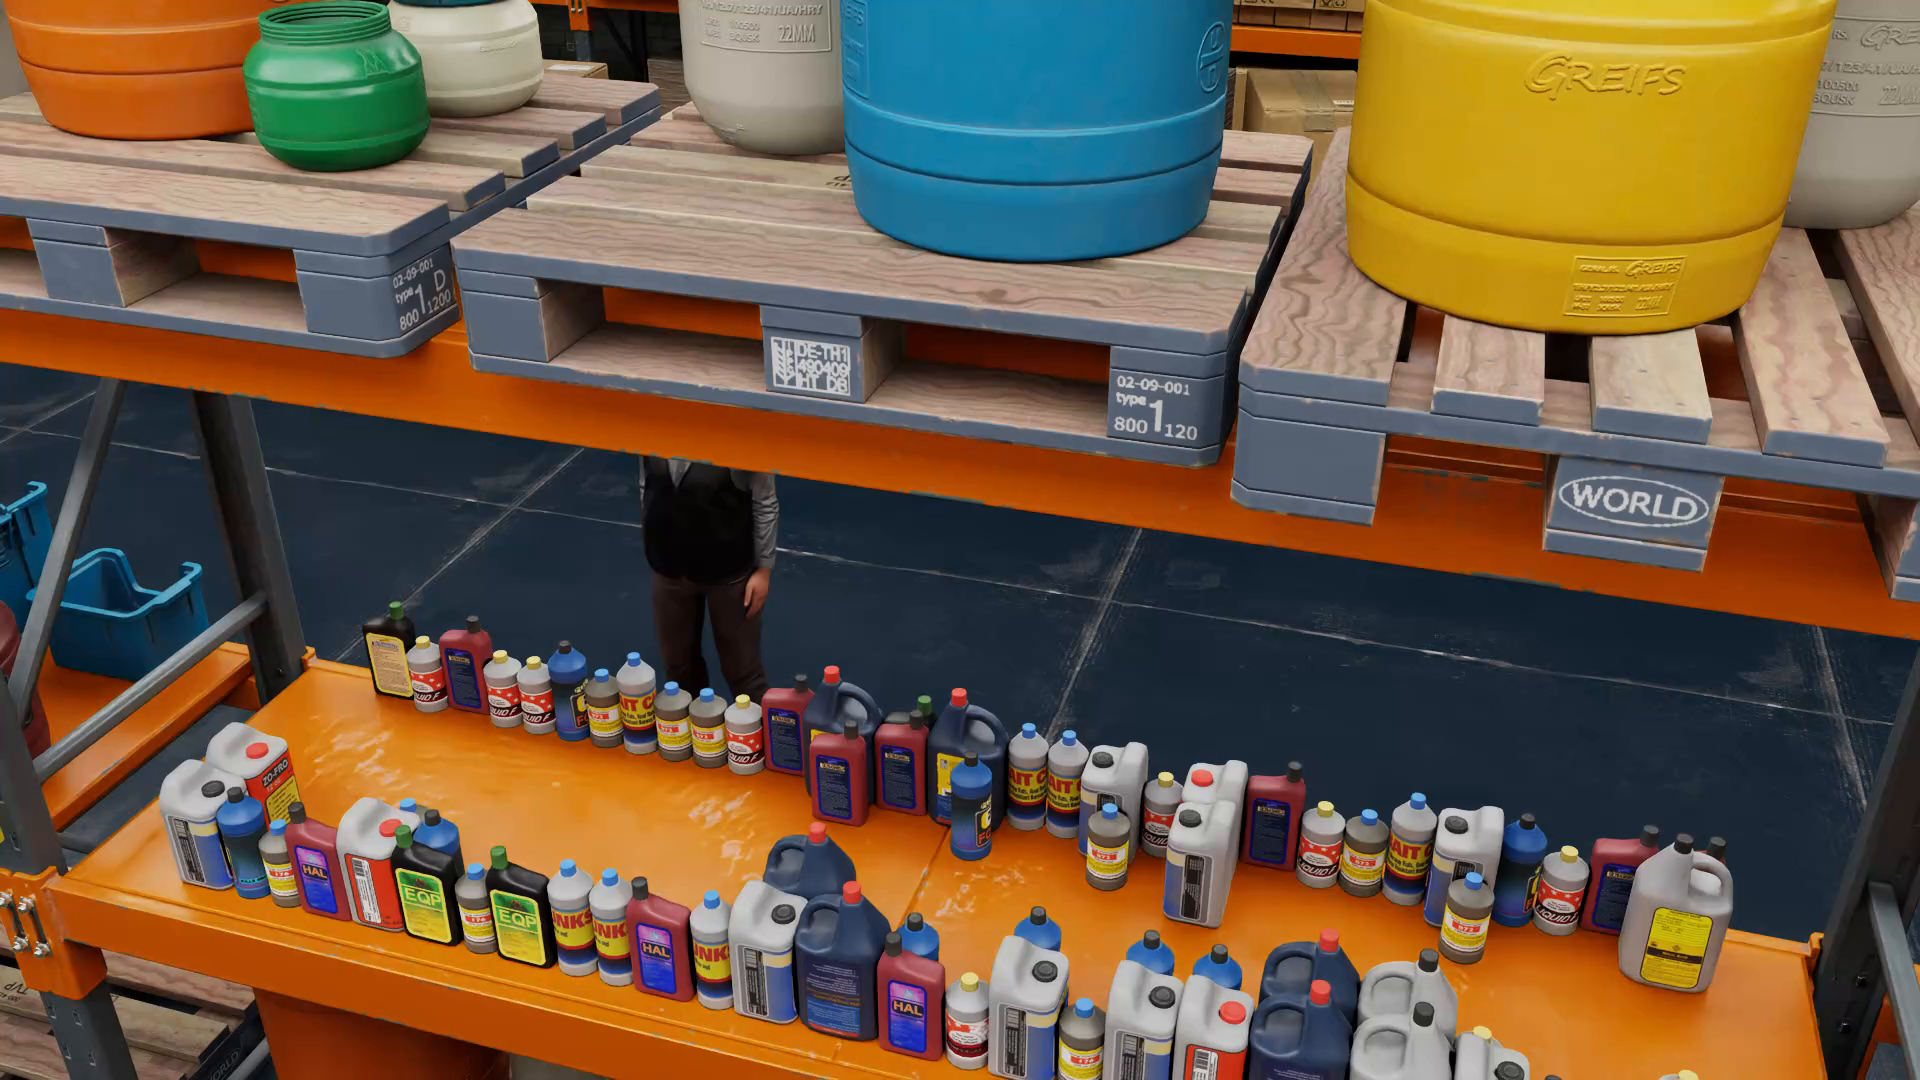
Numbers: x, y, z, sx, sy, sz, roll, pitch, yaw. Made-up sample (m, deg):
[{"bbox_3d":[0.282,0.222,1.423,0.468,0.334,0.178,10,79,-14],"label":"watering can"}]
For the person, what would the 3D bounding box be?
[{"bbox_3d":[-0.896,0.100,5.980,0.533,1.715,0.360,9,30,16],"label":"person"}]
